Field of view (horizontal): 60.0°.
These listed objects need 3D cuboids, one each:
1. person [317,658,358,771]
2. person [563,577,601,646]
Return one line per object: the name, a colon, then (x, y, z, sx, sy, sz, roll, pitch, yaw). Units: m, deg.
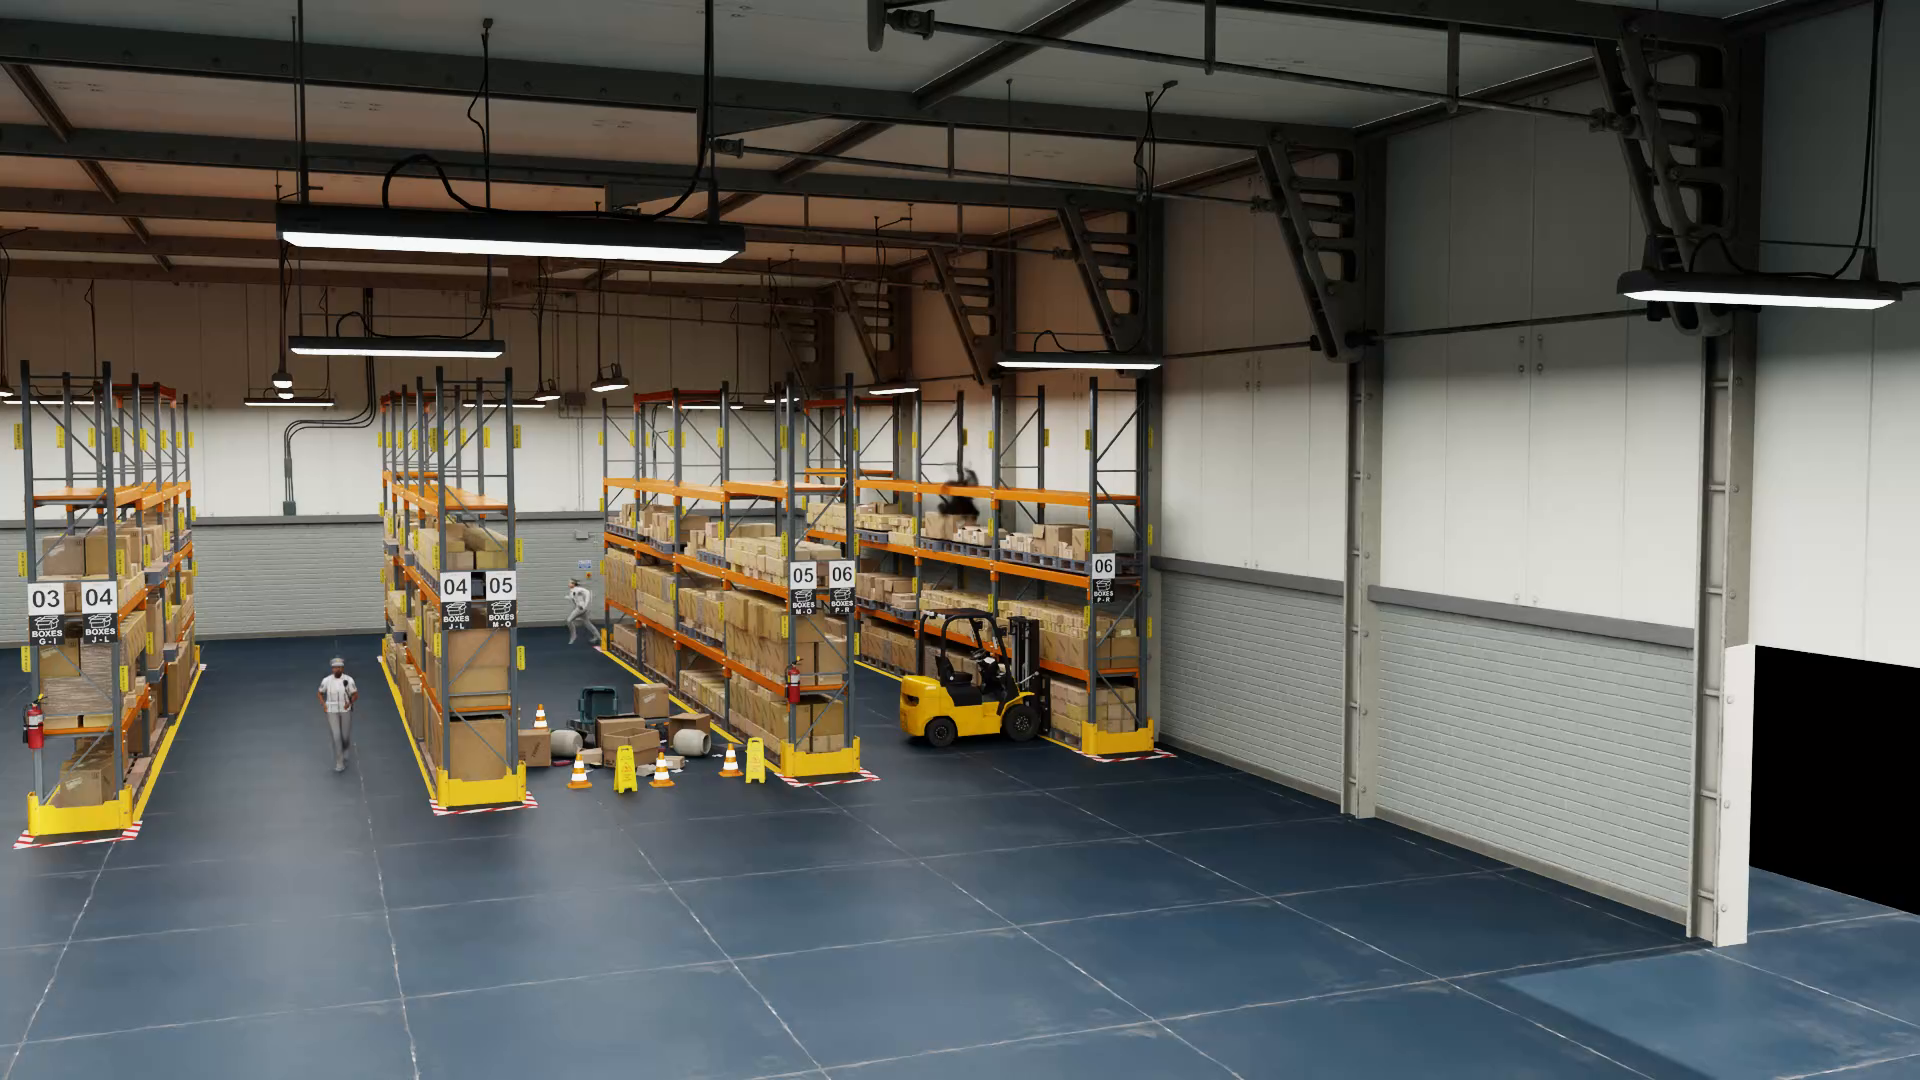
person: (-9.510, 2.636, 25.436, 0.585, 1.695, 0.727, -1, 4, -22)
person: (-9.233, 1.734, 40.650, 0.904, 1.678, 0.602, -1, 4, -18)
